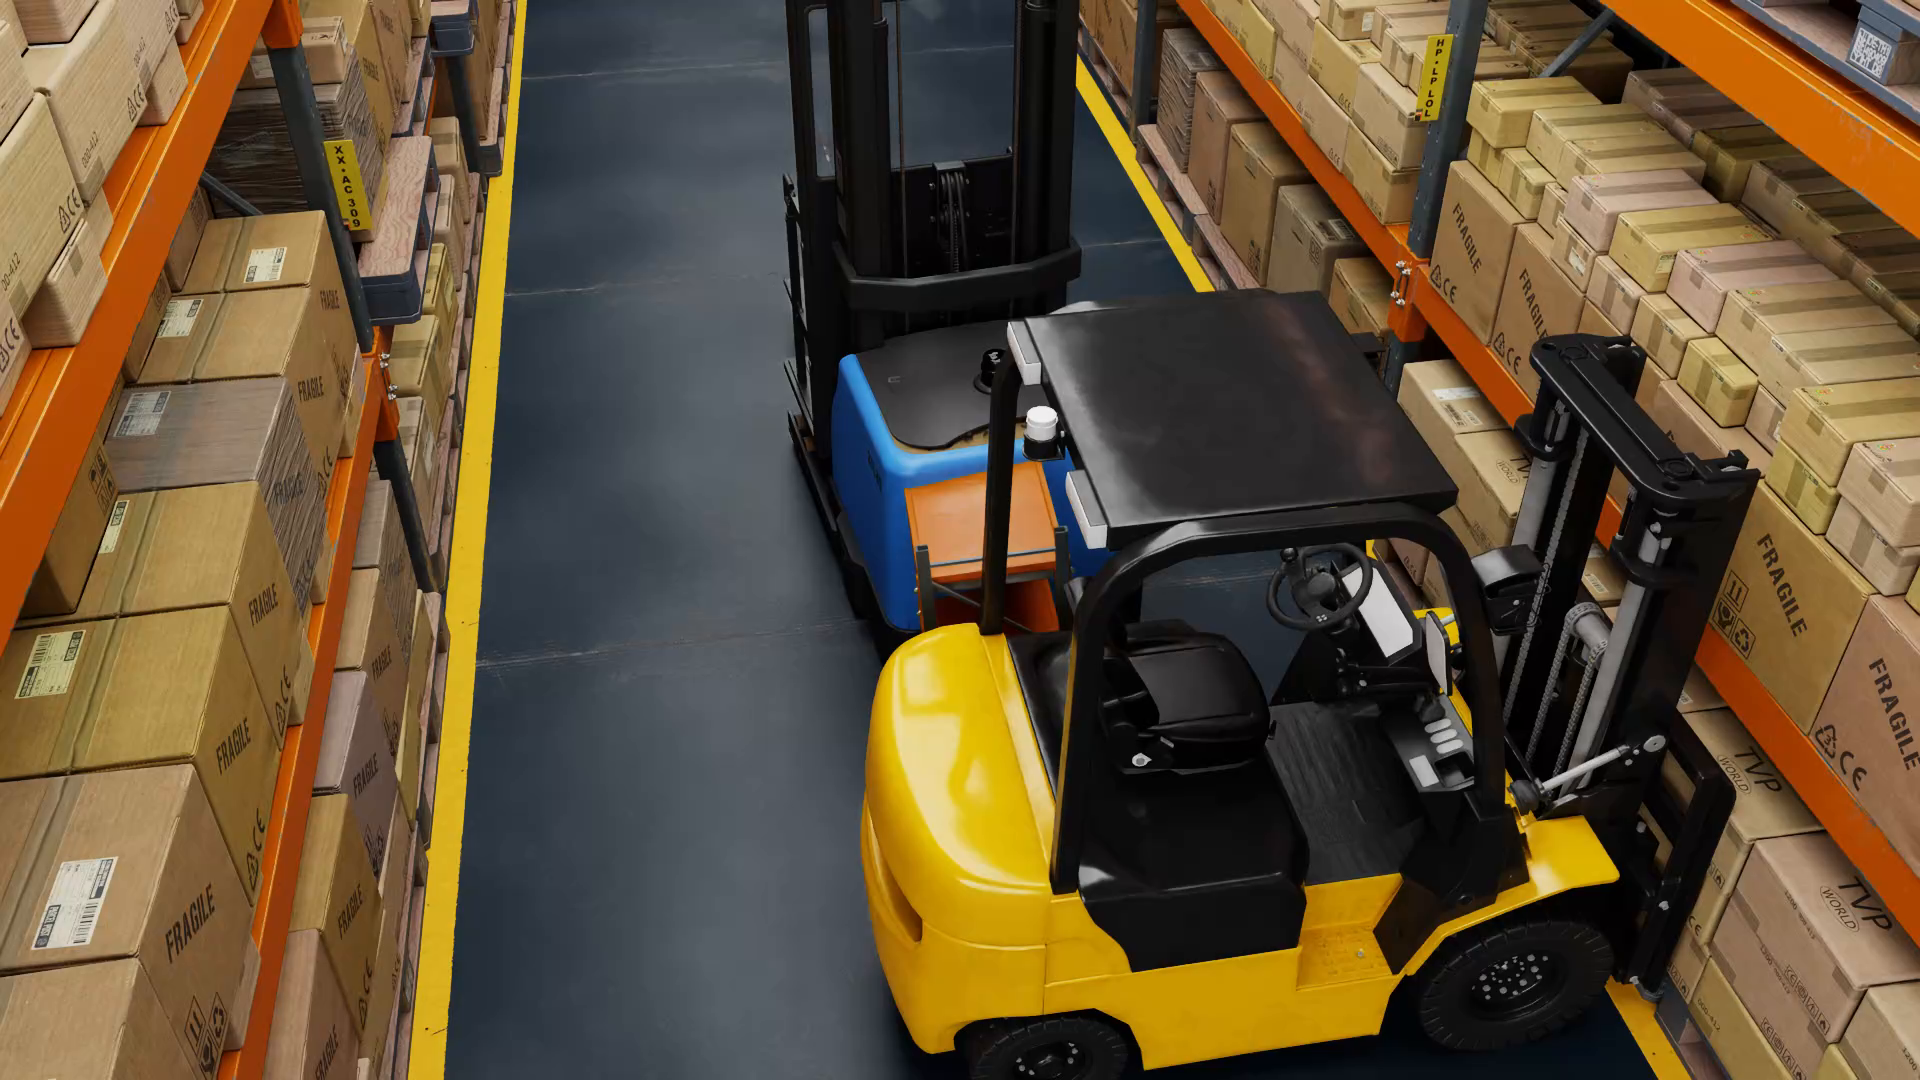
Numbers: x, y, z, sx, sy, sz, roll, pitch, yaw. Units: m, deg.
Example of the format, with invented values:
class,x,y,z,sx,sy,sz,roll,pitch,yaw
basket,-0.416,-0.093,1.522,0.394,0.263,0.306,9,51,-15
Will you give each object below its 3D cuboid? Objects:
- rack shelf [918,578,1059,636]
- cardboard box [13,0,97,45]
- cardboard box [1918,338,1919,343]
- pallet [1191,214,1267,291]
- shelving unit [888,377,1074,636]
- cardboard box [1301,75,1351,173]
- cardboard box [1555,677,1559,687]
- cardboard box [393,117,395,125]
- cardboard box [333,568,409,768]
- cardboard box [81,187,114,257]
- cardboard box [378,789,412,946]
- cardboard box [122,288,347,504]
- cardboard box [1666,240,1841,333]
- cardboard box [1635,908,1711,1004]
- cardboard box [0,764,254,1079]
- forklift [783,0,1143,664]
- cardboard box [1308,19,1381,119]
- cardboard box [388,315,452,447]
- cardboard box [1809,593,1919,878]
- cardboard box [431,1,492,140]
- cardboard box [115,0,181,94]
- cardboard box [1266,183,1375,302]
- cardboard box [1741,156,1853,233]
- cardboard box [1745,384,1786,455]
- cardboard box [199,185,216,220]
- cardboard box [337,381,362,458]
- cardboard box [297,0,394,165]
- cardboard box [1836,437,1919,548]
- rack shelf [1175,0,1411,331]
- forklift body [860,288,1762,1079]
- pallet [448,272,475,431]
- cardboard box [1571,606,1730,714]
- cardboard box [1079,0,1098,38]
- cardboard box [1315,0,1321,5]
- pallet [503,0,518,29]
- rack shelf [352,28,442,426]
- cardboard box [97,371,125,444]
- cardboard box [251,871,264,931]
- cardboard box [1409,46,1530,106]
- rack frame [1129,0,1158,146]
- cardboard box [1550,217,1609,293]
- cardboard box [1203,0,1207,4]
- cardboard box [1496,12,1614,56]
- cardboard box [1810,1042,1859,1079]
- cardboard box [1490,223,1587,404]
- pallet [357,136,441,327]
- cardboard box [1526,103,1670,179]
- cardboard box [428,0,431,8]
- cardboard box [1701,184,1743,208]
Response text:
class,x,y,z,sx,sy,sz,roll,pitch,yaw
rack shelf,0.101,0.313,6.295,0.538,0.278,1.000,-8,39,-3
cardboard box,-1.976,-1.103,3.335,0.380,0.149,0.250,-6,38,-7
cardboard box,2.884,-0.493,4.587,0.380,0.149,0.250,-6,38,-8
pallet,1.889,-1.411,8.894,1.003,0.211,1.213,-6,38,-8
shelving unit,0.083,0.123,6.143,0.538,1.125,1.048,-8,39,-3
cardboard box,1.835,-1.853,7.313,0.500,0.250,0.500,-6,38,-8
cardboard box,2.222,0.324,5.880,0.500,0.250,0.500,-7,38,-8
cardboard box,-2.603,-1.855,7.056,0.380,0.149,0.250,-6,38,-8
cardboard box,-2.153,0.463,5.497,0.500,0.500,0.500,-6,38,-7
cardboard box,-1.966,-0.636,3.384,0.380,0.149,0.250,-7,38,-9
cardboard box,-2.056,1.080,5.314,0.500,0.250,0.500,-6,38,-7
cardboard box,-2.192,-0.402,4.998,0.500,0.500,0.500,-5,38,-6
cardboard box,2.342,-0.752,4.920,0.380,0.149,0.250,-6,38,-8
cardboard box,2.425,1.149,5.225,0.500,0.250,0.500,-6,38,-7
cardboard box,-1.815,0.834,3.408,0.500,0.500,0.500,-5,38,-7
forklift,-0.172,-1.528,6.828,1.130,2.935,3.031,-10,39,-13
cardboard box,1.839,-2.050,7.159,0.500,0.250,0.500,-7,38,-9
cardboard box,-2.836,-0.675,7.474,0.950,0.372,0.625,-4,38,-5
cardboard box,2.549,0.460,4.131,0.500,0.500,0.500,-5,38,-7
cardboard box,-3.353,-2.966,10.012,0.875,0.875,0.875,-7,38,-8
cardboard box,-2.105,-1.187,3.768,0.500,0.250,0.500,-7,38,-9
cardboard box,2.043,-1.345,8.129,0.875,0.625,0.625,-7,38,-8
cardboard box,2.796,-1.127,5.403,0.380,0.149,0.250,-7,38,-9
cardboard box,2.435,-0.325,4.613,0.380,0.149,0.250,-6,38,-8
cardboard box,-2.919,-1.374,5.907,0.500,0.500,0.500,-7,38,-9
cardboard box,-2.205,-0.386,5.507,0.380,0.149,0.250,-5,38,-7
cardboard box,-2.500,-1.736,6.373,0.500,0.500,0.500,-6,38,-8
cardboard box,2.433,-0.128,4.117,0.380,0.149,0.250,-5,38,-7
rack shelf,1.923,-2.257,8.296,1.077,0.370,4.000,-6,38,-8
forklift body,0.847,0.469,4.893,2.313,2.155,1.214,-6,38,-8
pallet,-2.967,-0.904,8.242,1.003,0.211,1.213,-6,38,-8
cardboard box,2.313,0.445,5.316,0.500,0.250,0.500,-7,38,-9
cardboard box,1.115,-3.779,11.365,0.500,0.500,0.500,-5,38,-6
cardboard box,1.781,-2.428,7.320,0.380,0.149,0.250,-7,38,-9
pallet,-3.805,-4.070,12.316,1.003,0.211,1.213,-6,38,-8
rack shelf,-2.963,-1.721,7.606,1.077,0.370,4.000,-6,38,-8
cardboard box,-2.619,-0.443,4.236,0.700,0.500,0.500,-7,38,-9
cardboard box,-1.869,0.860,3.903,0.380,0.149,0.250,-5,38,-7
cardboard box,1.996,-1.811,6.526,0.380,0.149,0.250,-5,38,-6
rack frame,1.573,-3.749,9.631,1.000,3.000,0.127,-6,38,-8
cardboard box,2.161,-0.940,5.405,0.380,0.149,0.250,-5,38,-7
cardboard box,1.493,-3.091,8.906,0.500,0.250,0.500,-7,38,-9
cardboard box,2.428,-2.032,6.810,0.380,0.149,0.250,-7,38,-9
cardboard box,2.582,1.545,4.307,0.500,0.250,0.500,-7,38,-9
cardboard box,2.202,-0.764,5.706,0.500,0.500,0.500,-6,38,-7
pallet,-2.603,-1.198,6.504,1.003,0.211,1.213,-6,38,-8
cardboard box,2.190,-1.375,5.723,0.380,0.149,0.250,-6,38,-7
cardboard box,-2.781,-2.652,8.082,0.380,0.149,0.250,-8,39,-10
cardboard box,2.700,-1.154,5.680,0.380,0.149,0.250,-5,38,-7
